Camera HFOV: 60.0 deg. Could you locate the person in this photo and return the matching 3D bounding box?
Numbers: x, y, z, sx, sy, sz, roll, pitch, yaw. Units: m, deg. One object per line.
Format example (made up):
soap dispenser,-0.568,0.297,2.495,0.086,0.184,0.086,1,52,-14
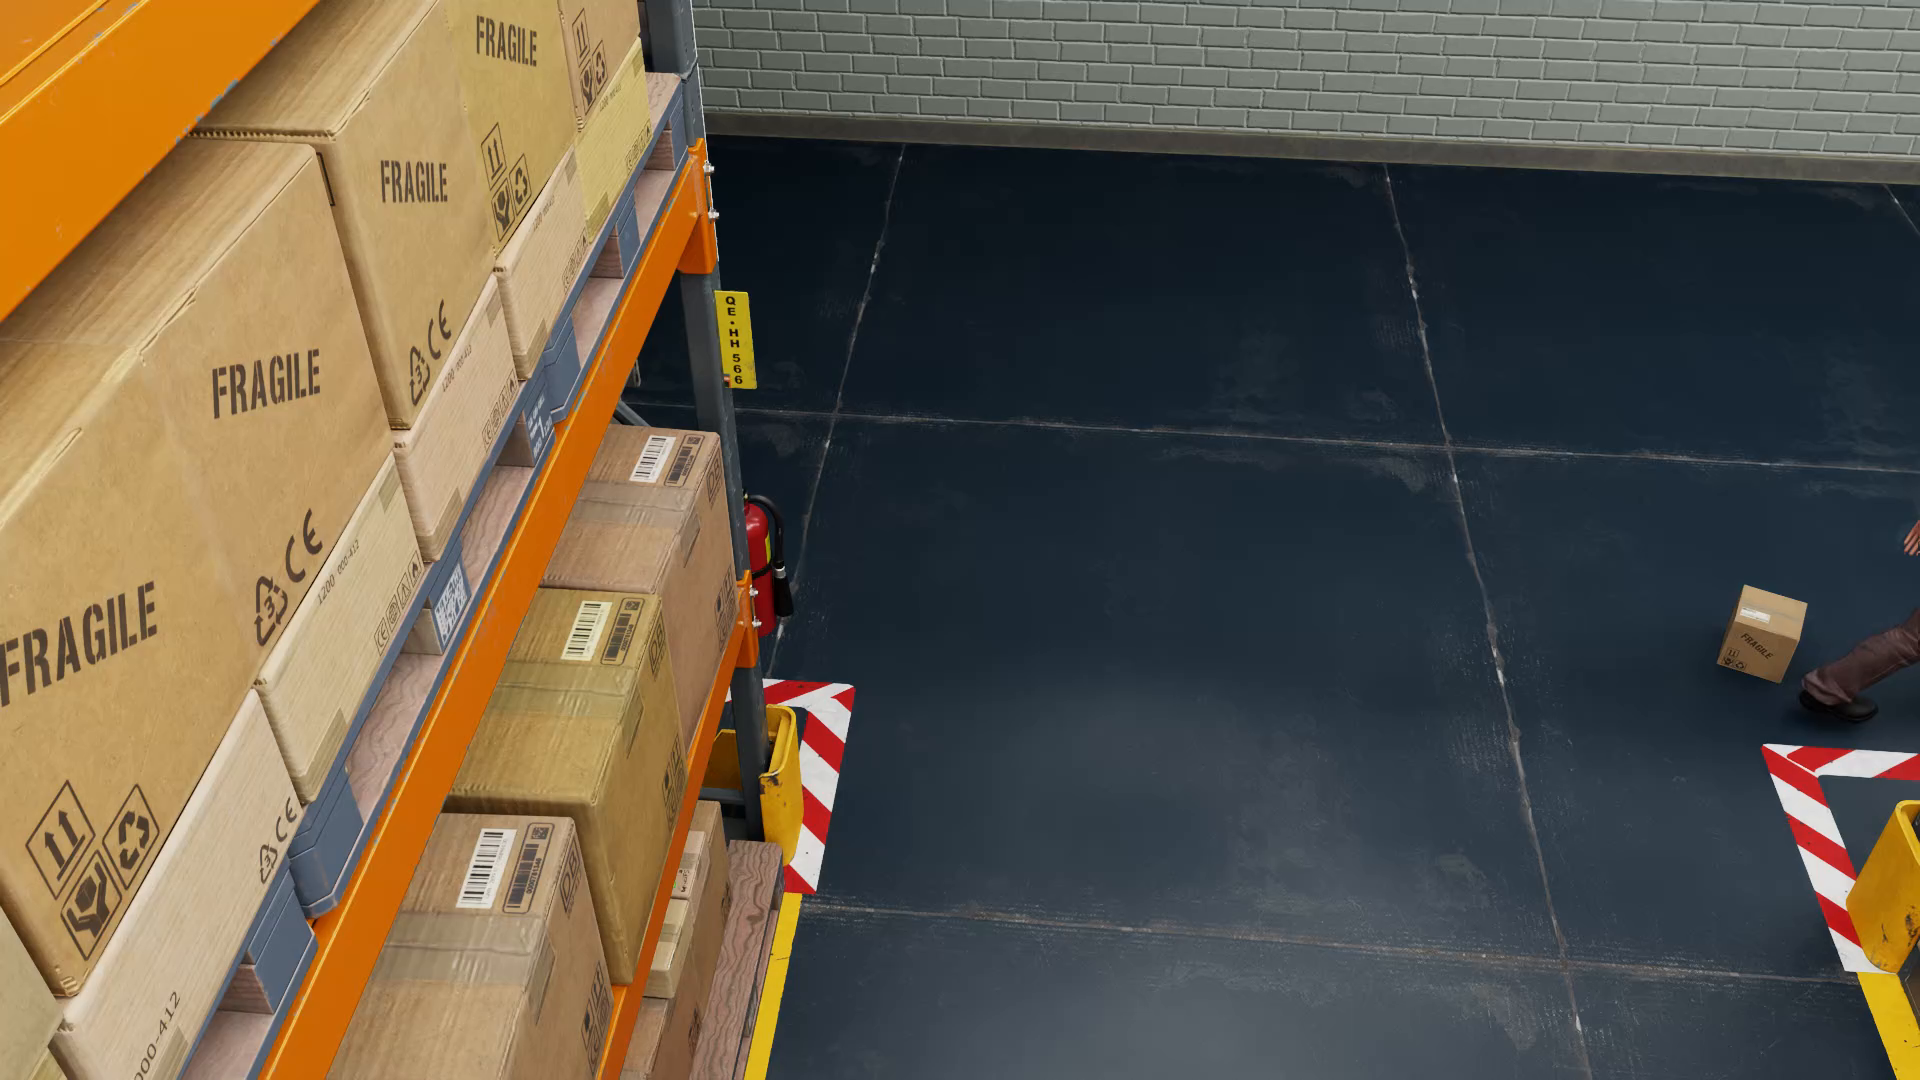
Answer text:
person,3.849,0.067,6.093,1.031,1.671,0.546,7,40,9
